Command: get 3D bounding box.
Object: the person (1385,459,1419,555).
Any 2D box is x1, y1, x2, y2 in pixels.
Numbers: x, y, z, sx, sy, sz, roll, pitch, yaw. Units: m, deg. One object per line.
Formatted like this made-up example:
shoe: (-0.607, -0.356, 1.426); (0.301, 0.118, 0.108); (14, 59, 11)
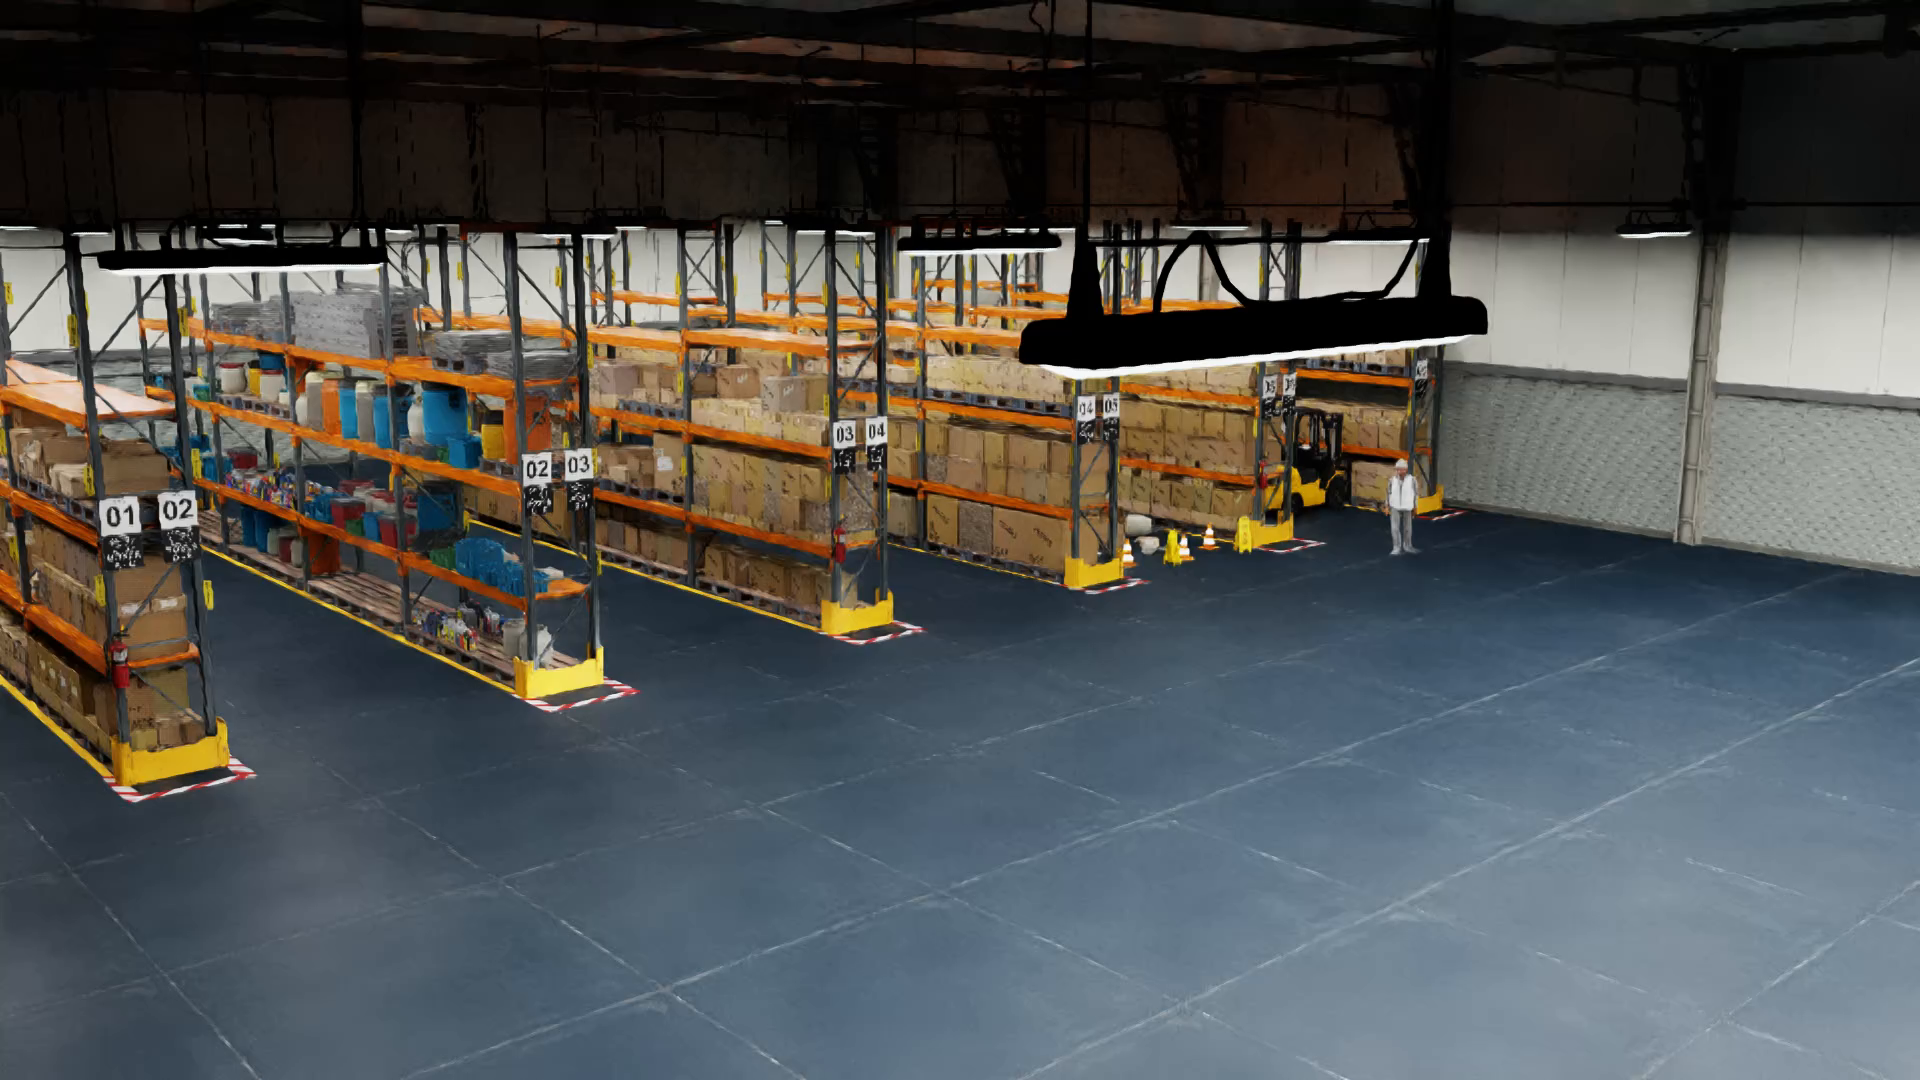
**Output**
person: (8.127, -0.619, 30.517); (0.630, 1.767, 0.538); (4, 12, 21)
